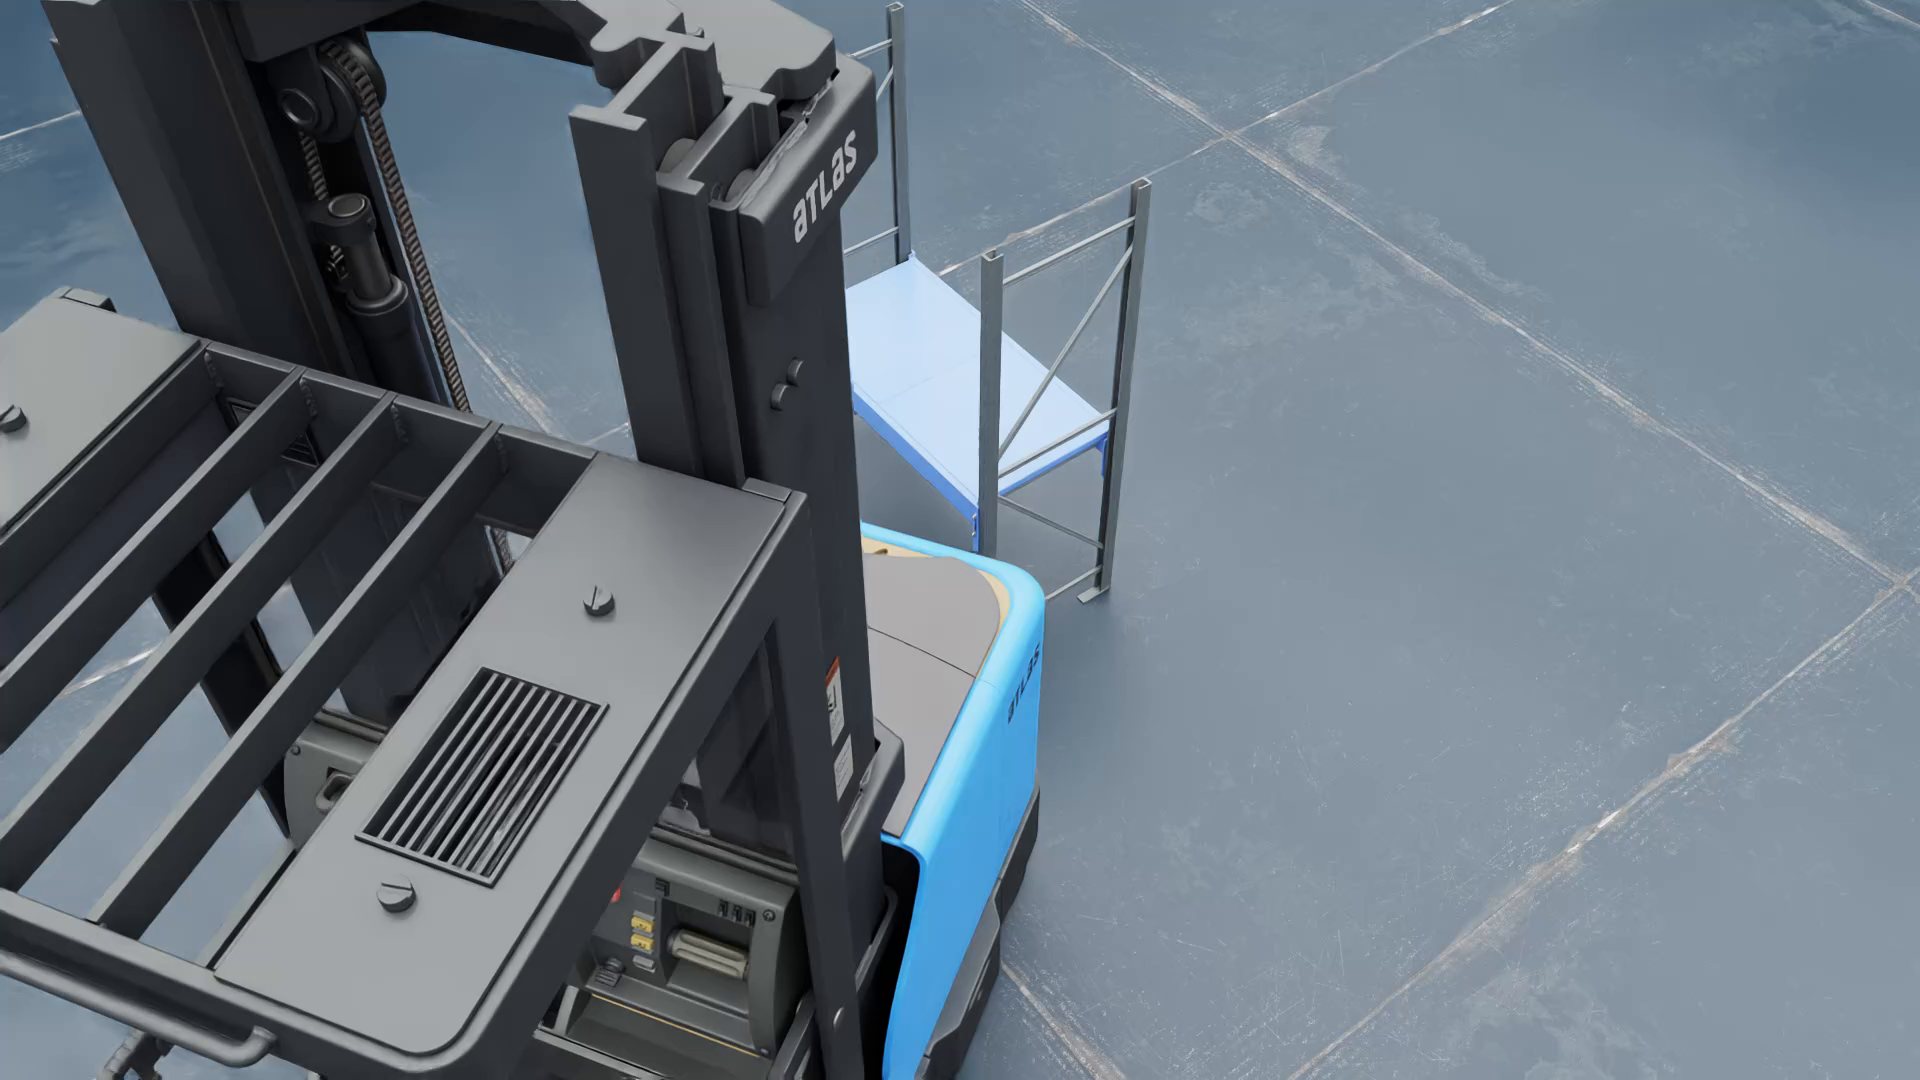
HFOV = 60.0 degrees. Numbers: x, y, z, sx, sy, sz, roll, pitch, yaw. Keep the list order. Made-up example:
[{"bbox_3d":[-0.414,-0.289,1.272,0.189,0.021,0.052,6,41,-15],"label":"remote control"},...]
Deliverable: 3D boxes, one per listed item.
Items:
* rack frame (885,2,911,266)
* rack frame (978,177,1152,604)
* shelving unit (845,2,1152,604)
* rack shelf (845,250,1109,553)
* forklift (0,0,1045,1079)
[{"bbox_3d":[-0.359,-0.854,5.012,0.500,1.500,0.032,-29,54,-24],"label":"rack frame"},{"bbox_3d":[0.256,-0.254,4.468,0.500,1.500,0.032,-29,54,-24],"label":"rack frame"},{"bbox_3d":[-0.052,-0.554,4.740,0.538,1.500,1.048,-29,54,-24],"label":"shelving unit"},{"bbox_3d":[-0.052,-0.433,4.873,0.538,0.185,1.000,-29,54,-24],"label":"rack shelf"},{"bbox_3d":[-0.792,0.705,2.632,1.130,2.935,3.031,16,50,14],"label":"forklift"}]
